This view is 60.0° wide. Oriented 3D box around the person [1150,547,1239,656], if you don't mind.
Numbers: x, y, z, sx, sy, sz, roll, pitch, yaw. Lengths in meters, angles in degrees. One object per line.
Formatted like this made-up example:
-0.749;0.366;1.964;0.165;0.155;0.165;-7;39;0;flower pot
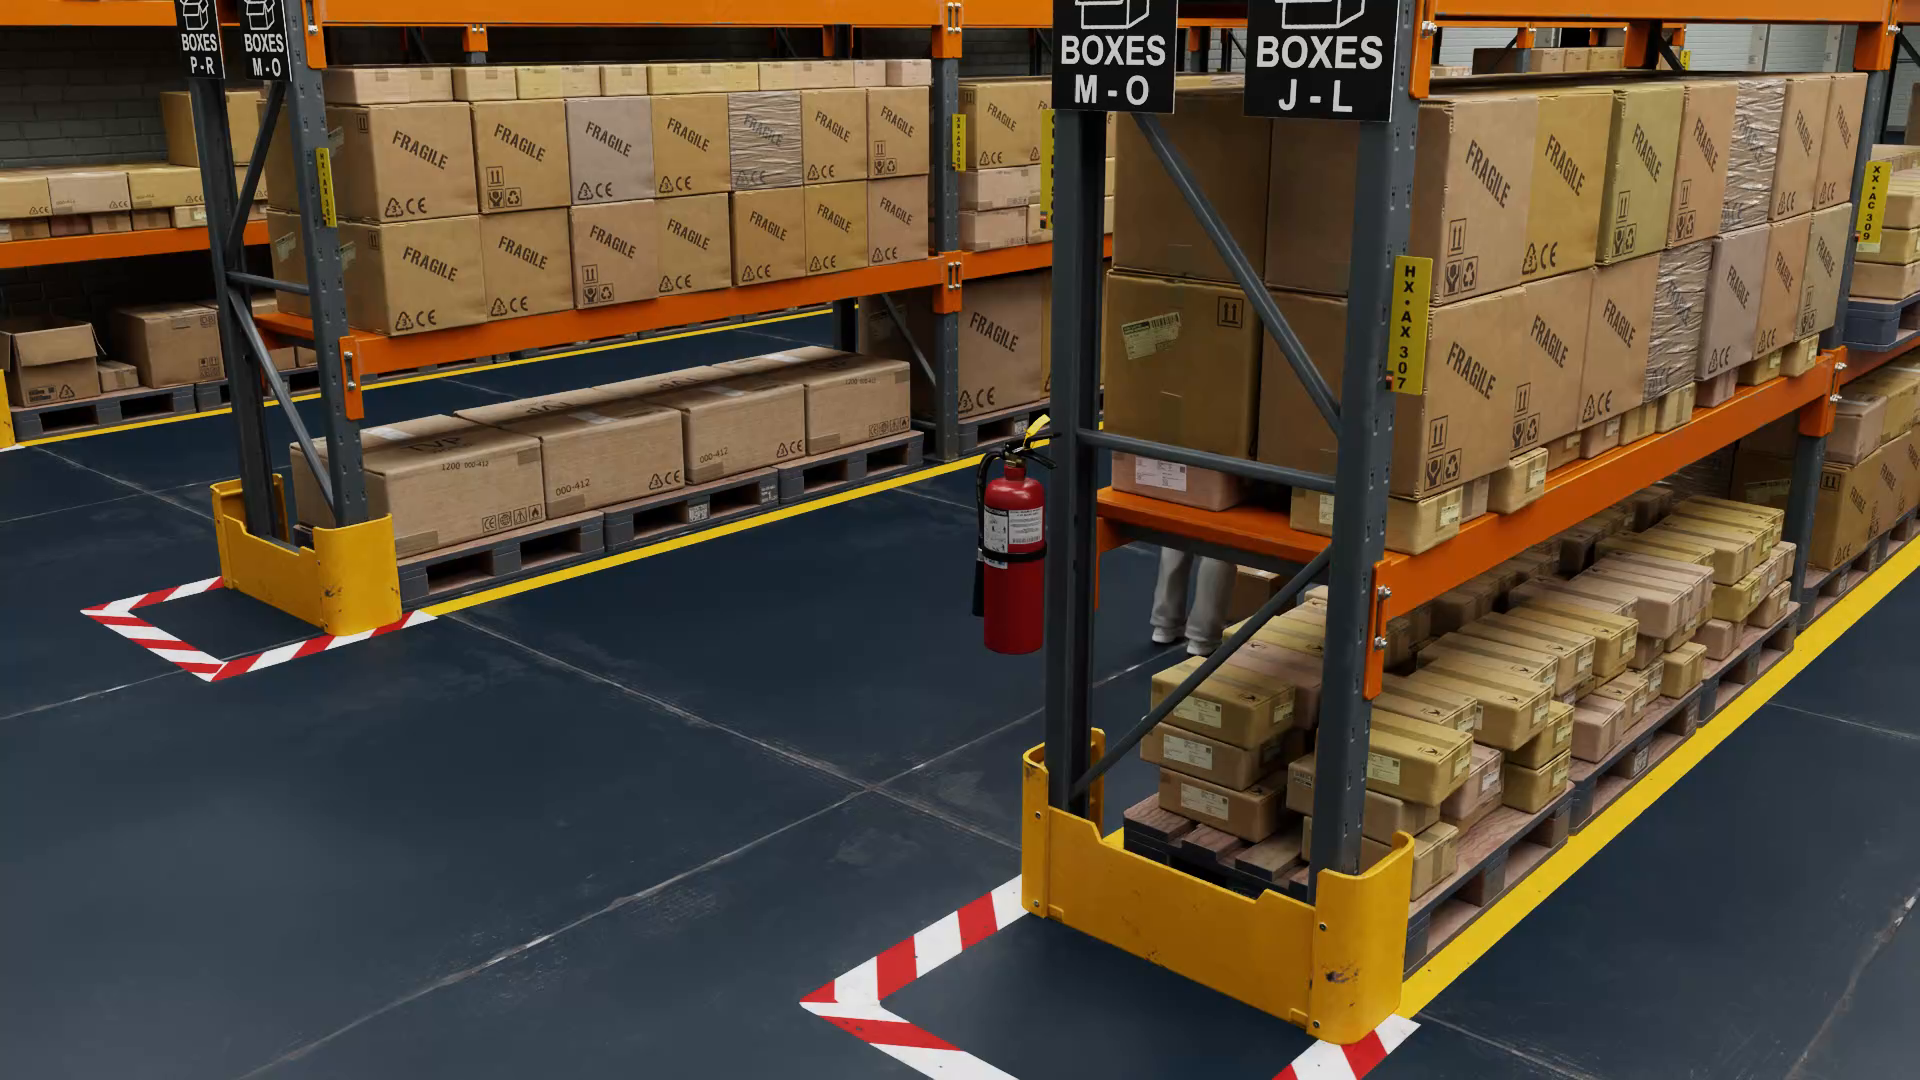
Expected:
1.019;-0.336;7.189;0.350;1.657;0.451;-14;22;-39;person
